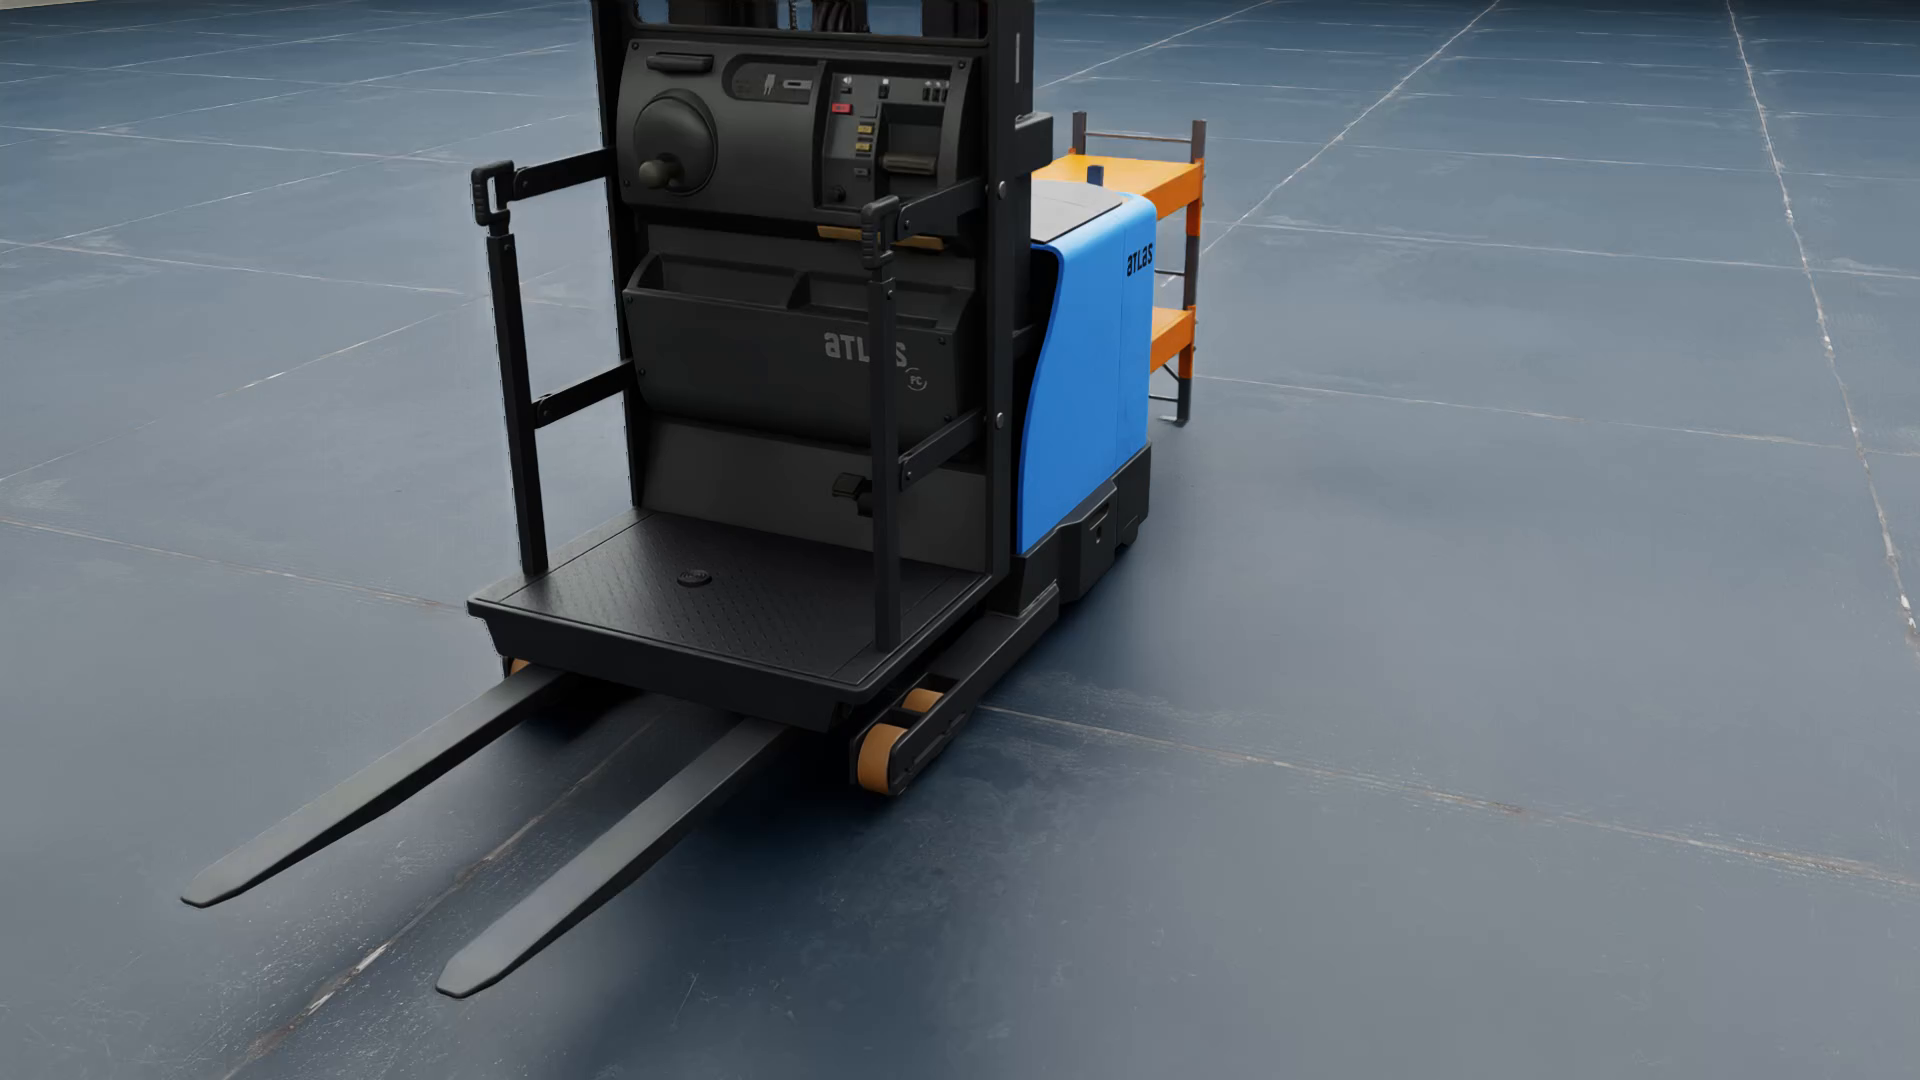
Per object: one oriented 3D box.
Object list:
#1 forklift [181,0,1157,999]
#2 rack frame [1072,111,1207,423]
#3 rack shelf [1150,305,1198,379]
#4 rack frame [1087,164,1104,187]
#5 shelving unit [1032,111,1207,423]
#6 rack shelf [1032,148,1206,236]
[{"bbox_3d":[-0.494,-0.953,3.730,1.130,2.935,3.031,10,25,23],"label":"forklift"},{"bbox_3d":[0.644,-1.010,6.209,0.500,1.125,0.032,10,25,23],"label":"rack frame"},{"bbox_3d":[0.425,-0.608,5.880,0.538,0.278,1.000,10,25,23],"label":"rack shelf"},{"bbox_3d":[0.206,-0.656,5.362,0.500,1.125,0.032,10,25,23],"label":"rack frame"},{"bbox_3d":[0.425,-0.833,5.786,0.538,1.125,1.048,10,25,23],"label":"shelving unit"},{"bbox_3d":[0.425,-1.103,5.673,0.538,0.278,1.000,10,25,23],"label":"rack shelf"}]
